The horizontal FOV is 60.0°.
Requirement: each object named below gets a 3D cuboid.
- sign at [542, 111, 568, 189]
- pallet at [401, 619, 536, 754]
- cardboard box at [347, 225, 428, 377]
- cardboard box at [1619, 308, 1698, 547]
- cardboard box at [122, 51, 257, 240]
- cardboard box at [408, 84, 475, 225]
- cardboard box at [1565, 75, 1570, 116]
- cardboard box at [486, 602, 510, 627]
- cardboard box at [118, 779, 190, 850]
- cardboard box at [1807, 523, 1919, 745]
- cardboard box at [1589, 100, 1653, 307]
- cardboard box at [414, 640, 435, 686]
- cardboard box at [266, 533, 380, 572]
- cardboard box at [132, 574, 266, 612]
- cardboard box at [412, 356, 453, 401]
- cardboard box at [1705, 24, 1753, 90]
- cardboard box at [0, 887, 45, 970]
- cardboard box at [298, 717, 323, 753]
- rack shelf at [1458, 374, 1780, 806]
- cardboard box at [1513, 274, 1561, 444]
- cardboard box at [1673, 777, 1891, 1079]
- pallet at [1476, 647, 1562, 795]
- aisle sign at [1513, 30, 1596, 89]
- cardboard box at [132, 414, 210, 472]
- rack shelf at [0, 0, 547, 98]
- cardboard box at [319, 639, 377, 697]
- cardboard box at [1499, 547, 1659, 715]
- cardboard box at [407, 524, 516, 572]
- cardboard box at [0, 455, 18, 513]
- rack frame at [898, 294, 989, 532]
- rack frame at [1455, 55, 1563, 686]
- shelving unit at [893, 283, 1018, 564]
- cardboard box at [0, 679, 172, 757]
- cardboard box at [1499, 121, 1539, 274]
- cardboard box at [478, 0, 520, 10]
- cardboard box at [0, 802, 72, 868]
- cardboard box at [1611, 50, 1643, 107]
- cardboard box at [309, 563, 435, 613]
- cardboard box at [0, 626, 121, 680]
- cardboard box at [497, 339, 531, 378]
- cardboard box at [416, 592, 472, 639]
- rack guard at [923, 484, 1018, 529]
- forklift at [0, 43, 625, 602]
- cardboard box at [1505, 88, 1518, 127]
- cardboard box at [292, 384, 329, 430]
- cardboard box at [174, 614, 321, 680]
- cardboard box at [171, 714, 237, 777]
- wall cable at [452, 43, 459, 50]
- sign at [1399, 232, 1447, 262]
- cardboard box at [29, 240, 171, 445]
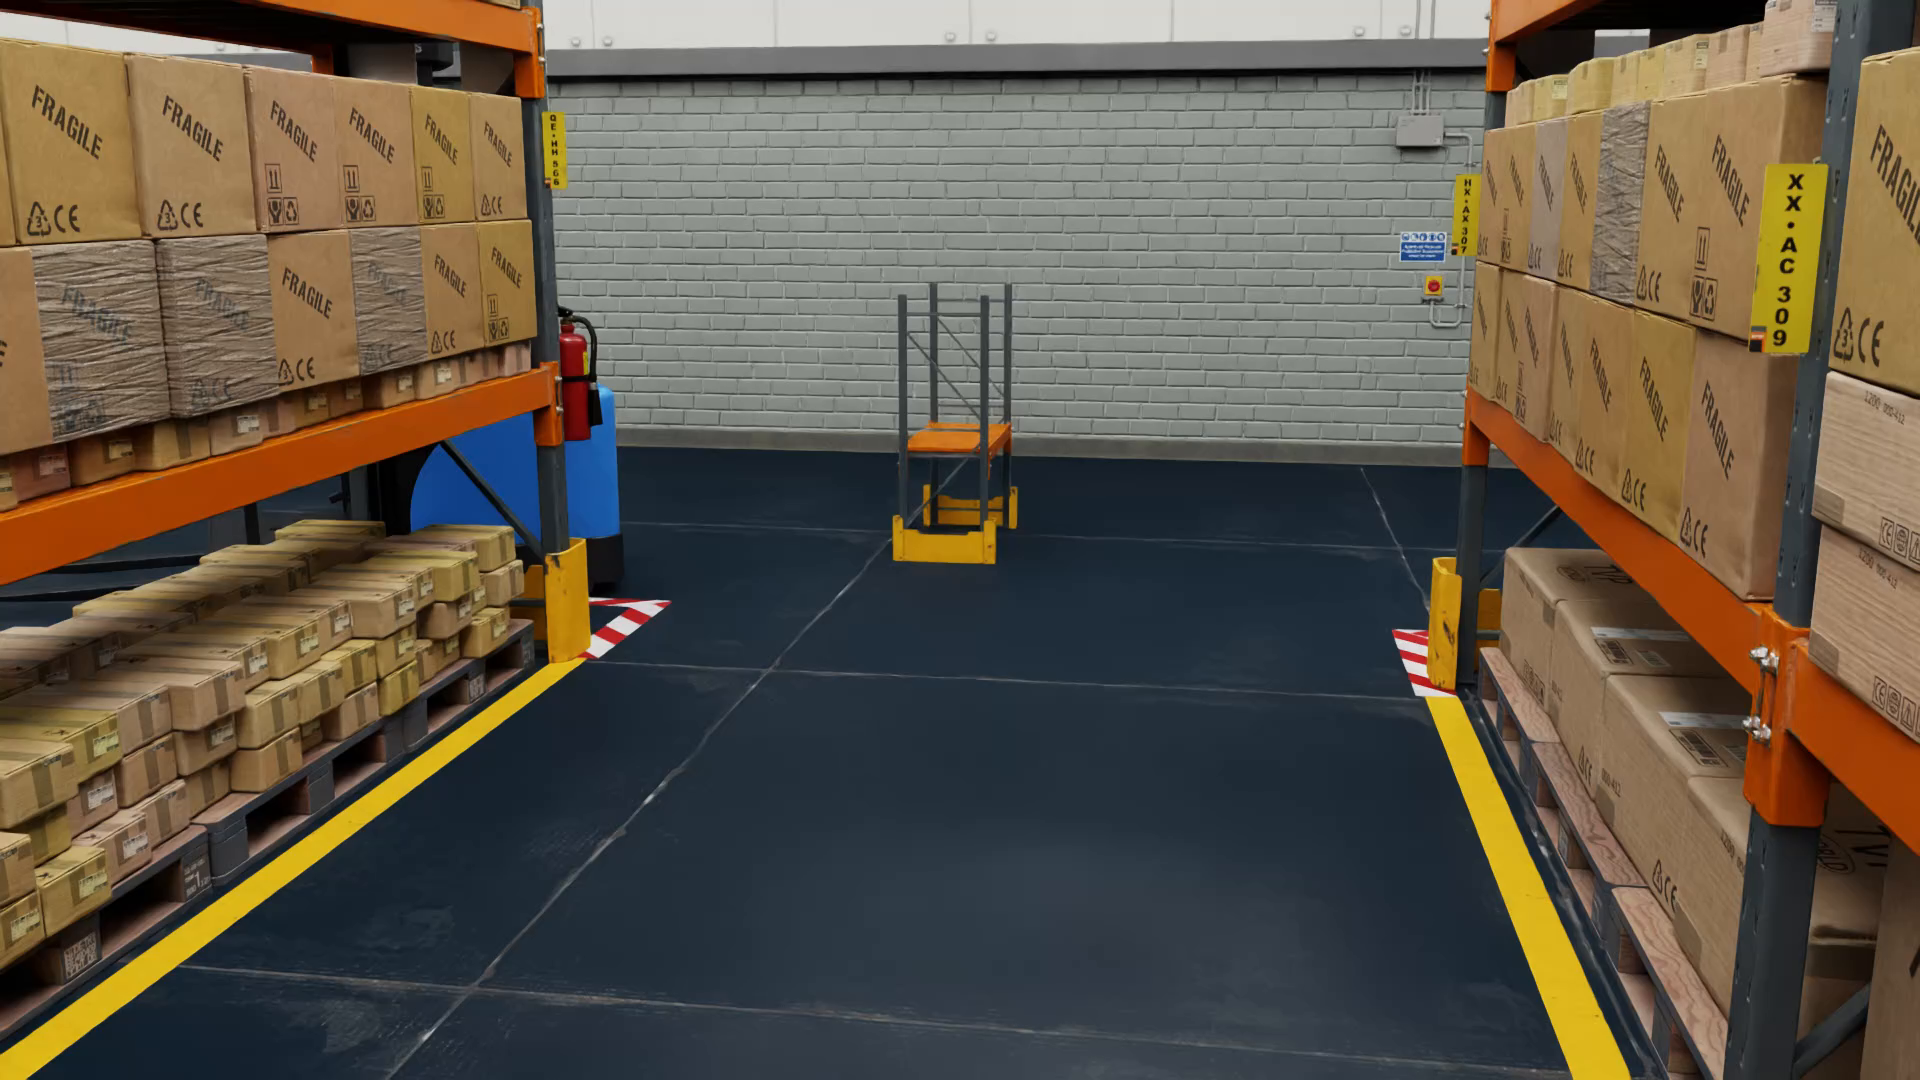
[{"bbox_3d":[-1.749,-1.682,7.181,0.100,0.325,0.005,2,12,9],"label":"sign"},{"bbox_3d":[-2.466,0.563,6.880,1.003,0.211,1.213,2,12,9],"label":"pallet"},{"bbox_3d":[-2.262,-0.863,5.936,0.500,0.500,0.500,2,12,9],"label":"cardboard box"},{"bbox_3d":[1.890,-0.273,3.902,0.500,0.500,0.500,2,12,7],"label":"cardboard box"},{"bbox_3d":[-2.426,-1.133,4.812,0.500,0.500,0.500,2,12,10],"label":"cardboard box"},{"bbox_3d":[-2.197,-1.458,6.323,0.500,0.500,0.500,1,12,7],"label":"cardboard box"},{"bbox_3d":[2.150,-1.415,5.291,0.380,0.149,0.250,2,12,9],"label":"cardboard box"},{"bbox_3d":[-2.169,0.321,7.155,0.380,0.149,0.250,2,12,10],"label":"cardboard box"},{"bbox_3d":[-2.518,0.808,4.892,0.380,0.149,0.250,2,12,7],"label":"cardboard box"},{"bbox_3d":[1.669,0.144,2.559,0.500,0.250,0.500,2,12,7],"label":"cardboard box"},{"bbox_3d":[1.952,-0.868,4.292,0.500,0.500,0.500,2,12,9],"label":"cardboard box"},{"bbox_3d":[-2.259,0.482,6.409,0.380,0.149,0.250,2,12,9],"label":"cardboard box"},{"bbox_3d":[-2.634,0.073,6.893,0.380,0.149,0.250,2,12,10],"label":"cardboard box"},{"bbox_3d":[-2.808,0.233,6.150,0.380,0.149,0.250,2,12,11],"label":"cardboard box"},{"bbox_3d":[-2.180,-0.627,6.379,0.380,0.149,0.250,2,12,10],"label":"cardboard box"},{"bbox_3d":[1.947,-1.097,3.815,0.380,0.149,0.250,2,12,8],"label":"cardboard box"},{"bbox_3d":[-2.536,0.972,4.135,0.380,0.149,0.250,1,12,6],"label":"cardboard box"},{"bbox_3d":[-2.412,0.643,5.659,0.380,0.149,0.250,2,12,10],"label":"cardboard box"},{"bbox_3d":[2.305,-0.077,4.936,1.077,0.370,4.000,2,12,9],"label":"rack shelf"},{"bbox_3d":[2.109,-0.591,5.380,0.500,0.500,0.500,2,12,8],"label":"cardboard box"},{"bbox_3d":[2.200,0.908,3.745,0.875,0.438,0.875,2,12,8],"label":"cardboard box"},{"bbox_3d":[2.567,0.688,6.302,1.003,0.211,1.213,2,12,9],"label":"pallet"},{"bbox_3d":[2.337,-2.140,6.632,0.394,0.787,0.004,2,12,9],"label":"aisle sign"},{"bbox_3d":[-2.436,-0.297,4.848,0.380,0.149,0.250,2,12,10],"label":"cardboard box"},{"bbox_3d":[-2.602,-1.682,5.267,1.077,0.370,4.000,2,12,9],"label":"rack shelf"},{"bbox_3d":[-2.296,0.447,5.862,0.380,0.149,0.250,3,12,11],"label":"cardboard box"},{"bbox_3d":[2.610,0.343,6.366,0.875,0.438,0.875,1,12,7],"label":"cardboard box"},{"bbox_3d":[-2.125,0.032,7.083,0.380,0.149,0.250,2,12,9],"label":"cardboard box"},{"bbox_3d":[-2.576,-0.133,4.087,0.380,0.149,0.250,2,12,10],"label":"cardboard box"},{"bbox_3d":[-0.091,-0.610,9.262,0.500,1.500,0.032,2,12,9],"label":"rack frame"},{"bbox_3d":[2.613,-0.845,6.792,1.000,3.000,0.127,2,12,9],"label":"rack frame"},{"bbox_3d":[-0.012,-0.717,9.762,0.587,1.500,1.083,2,12,9],"label":"shelving unit"},{"bbox_3d":[-2.543,0.517,4.834,0.380,0.149,0.250,2,12,7],"label":"cardboard box"},{"bbox_3d":[2.185,-1.184,5.756,0.500,0.500,0.500,2,12,7],"label":"cardboard box"},{"bbox_3d":[-2.103,-2.274,6.660,0.500,0.250,0.500,2,12,7],"label":"cardboard box"},{"bbox_3d":[-2.587,0.771,4.360,0.380,0.149,0.250,2,12,9],"label":"cardboard box"},{"bbox_3d":[2.012,-1.257,4.555,0.380,0.149,0.250,2,12,9],"label":"cardboard box"},{"bbox_3d":[-2.237,0.192,6.339,0.380,0.149,0.250,1,12,6],"label":"cardboard box"},{"bbox_3d":[-2.984,0.390,5.422,0.380,0.149,0.250,1,12,7],"label":"cardboard box"},{"bbox_3d":[-2.065,-0.784,7.108,0.380,0.149,0.250,2,12,9],"label":"cardboard box"},{"bbox_3d":[-2.172,0.286,6.609,0.380,0.149,0.250,1,12,6],"label":"cardboard box"},{"bbox_3d":[0.065,-0.210,10.374,0.587,0.250,0.087,2,12,9],"label":"rack guard"},{"bbox_3d":[-3.328,-1.127,8.267,3.031,2.935,1.130,-5,13,-23],"label":"forklift"},{"bbox_3d":[2.284,-1.634,6.307,0.380,0.149,0.250,2,12,10],"label":"cardboard box"},{"bbox_3d":[-2.375,-0.463,5.618,0.380,0.149,0.250,2,12,10],"label":"cardboard box"},{"bbox_3d":[-2.386,0.357,5.576,0.380,0.149,0.250,2,12,9],"label":"cardboard box"},{"bbox_3d":[-2.475,0.607,5.123,0.380,0.149,0.250,2,12,11],"label":"cardboard box"},{"bbox_3d":[-2.904,-6.736,12.255,2.277,5.999,0.120,2,12,9],"label":"wall cable"},{"bbox_3d":[3.418,-2.166,12.280,0.327,0.218,0.001,2,12,9],"label":"sign"},{"bbox_3d":[-2.515,-0.544,4.453,0.500,0.500,0.500,2,12,9],"label":"cardboard box"}]
